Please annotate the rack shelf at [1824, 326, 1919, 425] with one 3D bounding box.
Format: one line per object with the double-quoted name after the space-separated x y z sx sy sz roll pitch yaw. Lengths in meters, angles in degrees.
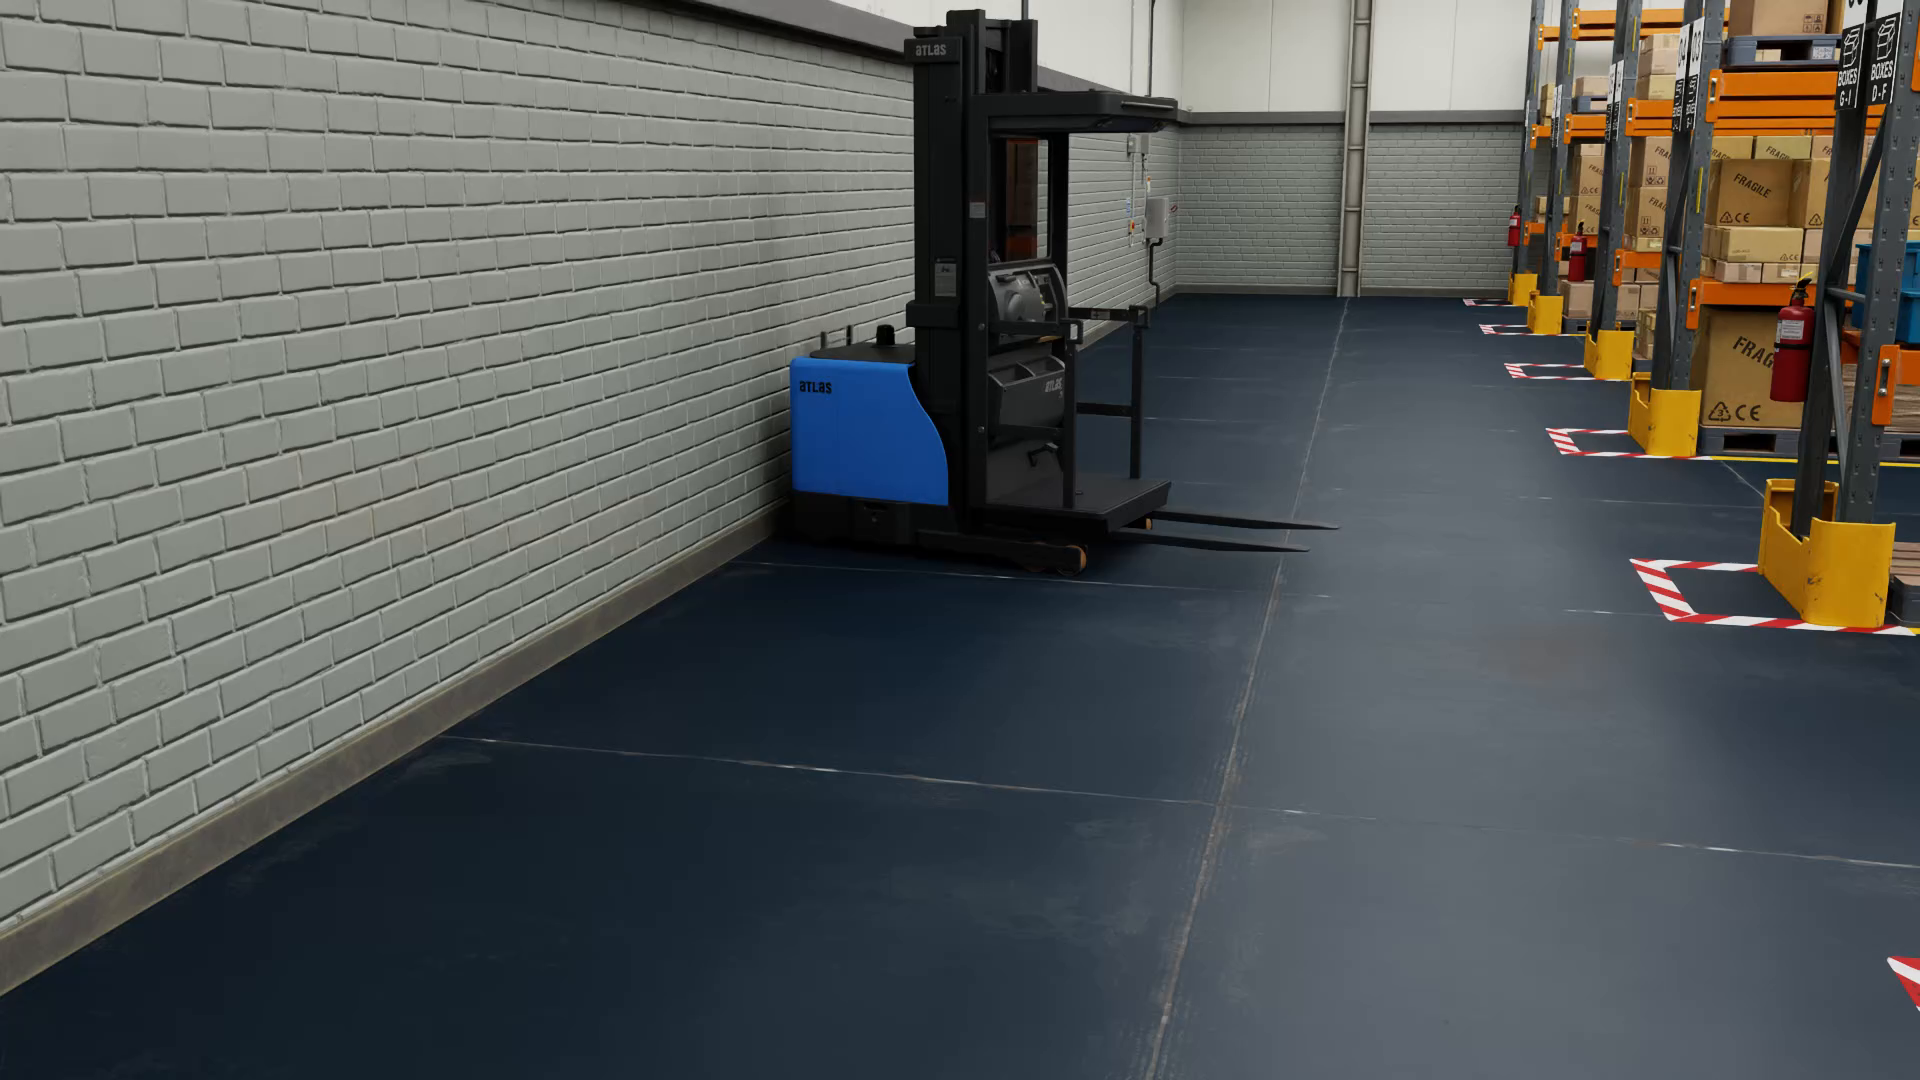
6.306 -0.721 7.718 4.000 0.370 1.077 3 13 14 "rack shelf"

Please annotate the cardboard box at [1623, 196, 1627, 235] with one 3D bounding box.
8.821 -4.244 21.708 0.500 0.500 0.500 3 13 13 "cardboard box"

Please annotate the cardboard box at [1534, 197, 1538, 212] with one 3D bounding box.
9.621 -5.449 27.029 0.500 0.250 0.500 3 13 15 "cardboard box"

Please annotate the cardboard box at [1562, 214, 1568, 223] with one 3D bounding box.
9.623 -5.144 26.576 0.250 0.149 0.380 3 13 15 "cardboard box"

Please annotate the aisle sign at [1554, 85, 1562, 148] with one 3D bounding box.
7.786 -5.513 21.656 0.004 0.787 0.394 3 13 14 "aisle sign"

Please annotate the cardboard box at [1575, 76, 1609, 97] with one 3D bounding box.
8.384 -5.942 21.811 0.500 0.250 0.500 2 13 8 "cardboard box"

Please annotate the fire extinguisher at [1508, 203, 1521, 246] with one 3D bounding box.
8.858 -5.036 26.546 0.183 0.674 0.296 3 13 14 "fire extinguisher"

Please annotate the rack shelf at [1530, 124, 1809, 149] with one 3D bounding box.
11.053 -6.355 26.186 4.000 0.370 1.077 3 13 14 "rack shelf"

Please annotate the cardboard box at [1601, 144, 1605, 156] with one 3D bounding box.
8.475 -5.080 21.667 0.250 0.149 0.380 3 13 15 "cardboard box"

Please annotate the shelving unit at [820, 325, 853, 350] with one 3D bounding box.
-0.301 -0.773 10.622 1.048 1.125 0.538 4 13 16 "shelving unit"

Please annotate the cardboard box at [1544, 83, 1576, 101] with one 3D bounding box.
9.482 -7.050 26.164 0.500 0.250 0.500 3 13 13 "cardboard box"

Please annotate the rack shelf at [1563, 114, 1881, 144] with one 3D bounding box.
9.867 -5.311 21.481 4.000 0.370 1.077 3 13 14 "rack shelf"

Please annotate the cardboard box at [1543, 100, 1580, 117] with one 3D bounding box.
9.476 -6.801 26.197 0.500 0.250 0.500 3 13 13 "cardboard box"

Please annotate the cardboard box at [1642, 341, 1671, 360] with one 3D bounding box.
7.270 -1.974 17.318 0.250 0.149 0.380 3 13 15 "cardboard box"

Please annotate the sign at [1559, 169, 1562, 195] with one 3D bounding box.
7.787 -4.646 21.569 0.005 0.325 0.100 3 13 14 "sign"

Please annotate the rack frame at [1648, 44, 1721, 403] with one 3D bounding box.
5.551 -2.217 12.803 0.127 3.000 1.000 3 13 14 "rack frame"

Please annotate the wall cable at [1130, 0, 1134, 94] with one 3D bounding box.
2.335 -7.466 22.609 0.029 3.000 0.463 3 13 14 "wall cable"

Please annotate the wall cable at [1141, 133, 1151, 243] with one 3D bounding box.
2.774 -5.384 24.729 0.122 1.984 0.588 3 13 14 "wall cable"

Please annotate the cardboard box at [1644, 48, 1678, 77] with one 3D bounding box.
7.211 -4.812 16.766 0.500 0.250 0.500 3 13 14 "cardboard box"

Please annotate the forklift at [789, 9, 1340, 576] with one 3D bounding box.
0.563 -1.370 9.140 3.031 2.935 1.130 6 14 26 "forklift"

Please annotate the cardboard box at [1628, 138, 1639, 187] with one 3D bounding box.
7.341 -3.966 17.458 0.500 0.500 0.500 3 13 12 "cardboard box"

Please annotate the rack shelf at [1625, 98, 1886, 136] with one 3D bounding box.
8.779 -4.265 16.765 4.000 0.370 1.077 3 13 14 "rack shelf"

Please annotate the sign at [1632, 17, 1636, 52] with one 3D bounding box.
6.708 -5.032 16.546 0.005 0.325 0.100 3 13 14 "sign"

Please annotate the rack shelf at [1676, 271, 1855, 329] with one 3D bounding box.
7.493 -1.762 12.413 4.000 0.370 1.077 3 13 14 "rack shelf"

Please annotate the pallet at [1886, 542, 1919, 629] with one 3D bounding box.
5.156 0.236 8.181 1.213 0.211 1.003 3 13 14 "pallet"

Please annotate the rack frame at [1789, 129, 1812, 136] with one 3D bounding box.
12.995 -5.138 25.966 0.127 3.000 1.000 3 13 14 "rack frame"

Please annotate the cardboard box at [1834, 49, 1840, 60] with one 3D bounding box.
8.688 -4.731 16.401 0.500 0.250 0.500 3 13 11 "cardboard box"

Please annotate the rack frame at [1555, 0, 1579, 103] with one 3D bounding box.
7.925 -7.230 21.546 0.127 3.000 1.000 3 13 14 "rack frame"

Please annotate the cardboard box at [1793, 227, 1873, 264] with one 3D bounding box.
6.459 -2.182 12.303 0.500 0.250 0.500 3 13 13 "cardboard box"

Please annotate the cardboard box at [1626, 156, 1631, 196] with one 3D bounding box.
8.827 -4.728 21.580 0.500 0.500 0.500 3 13 12 "cardboard box"

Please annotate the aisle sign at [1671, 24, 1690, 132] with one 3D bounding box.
5.553 -3.553 12.822 0.004 0.787 0.394 3 13 14 "aisle sign"

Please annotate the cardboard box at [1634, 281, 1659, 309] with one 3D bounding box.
9.481 -3.197 22.162 0.875 0.438 0.875 3 13 15 "cardboard box"

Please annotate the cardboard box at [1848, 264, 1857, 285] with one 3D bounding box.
6.568 -1.967 12.256 0.250 0.149 0.380 3 13 13 "cardboard box"

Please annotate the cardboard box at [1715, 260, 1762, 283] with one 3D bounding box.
5.817 -2.007 12.434 0.250 0.149 0.380 3 13 14 "cardboard box"

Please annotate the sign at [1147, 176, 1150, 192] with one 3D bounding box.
2.876 -5.425 25.356 0.001 0.242 0.339 3 13 14 "sign"

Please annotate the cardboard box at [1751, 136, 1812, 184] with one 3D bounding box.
8.201 -3.802 16.717 0.500 0.500 0.500 3 13 12 "cardboard box"

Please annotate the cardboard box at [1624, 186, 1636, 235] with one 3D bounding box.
7.336 -3.480 17.576 0.500 0.500 0.500 3 13 15 "cardboard box"

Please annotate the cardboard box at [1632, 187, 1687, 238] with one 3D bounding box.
7.207 -3.368 17.070 0.500 0.500 0.500 4 13 16 "cardboard box"

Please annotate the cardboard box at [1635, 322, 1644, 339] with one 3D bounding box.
7.418 -2.246 17.858 0.250 0.149 0.380 3 13 12 "cardboard box"

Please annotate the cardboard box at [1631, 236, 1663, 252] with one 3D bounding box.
7.074 -3.047 17.121 0.250 0.149 0.380 3 13 13 "cardboard box"

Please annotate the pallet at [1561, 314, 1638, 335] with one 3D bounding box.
8.721 -2.915 22.385 1.213 0.211 1.003 3 13 14 "pallet"

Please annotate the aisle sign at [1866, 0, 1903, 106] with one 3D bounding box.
4.223 -2.386 7.562 0.004 0.787 0.394 3 13 14 "aisle sign"

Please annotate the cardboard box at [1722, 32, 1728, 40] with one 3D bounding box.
7.587 -4.974 16.573 0.250 0.149 0.380 3 13 13 "cardboard box"

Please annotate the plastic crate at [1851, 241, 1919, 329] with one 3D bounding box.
4.734 -1.244 8.197 0.499 0.435 0.616 3 13 14 "plastic crate"

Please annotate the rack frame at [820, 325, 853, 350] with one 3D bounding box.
-0.788 -0.805 10.766 0.032 1.125 0.500 4 13 16 "rack frame"

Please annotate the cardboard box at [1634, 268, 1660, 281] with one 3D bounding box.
10.992 -4.177 26.438 0.500 0.500 0.500 3 13 15 "cardboard box"

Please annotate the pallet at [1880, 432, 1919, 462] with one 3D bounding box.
7.527 -0.767 12.704 1.213 0.211 1.003 3 13 14 "pallet"

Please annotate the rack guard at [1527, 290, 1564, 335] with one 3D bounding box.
7.902 -3.082 22.472 0.348 0.500 1.175 3 13 14 "rack guard"

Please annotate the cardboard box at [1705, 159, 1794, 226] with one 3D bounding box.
6.087 -2.685 12.841 0.500 0.500 0.500 3 13 14 "cardboard box"
